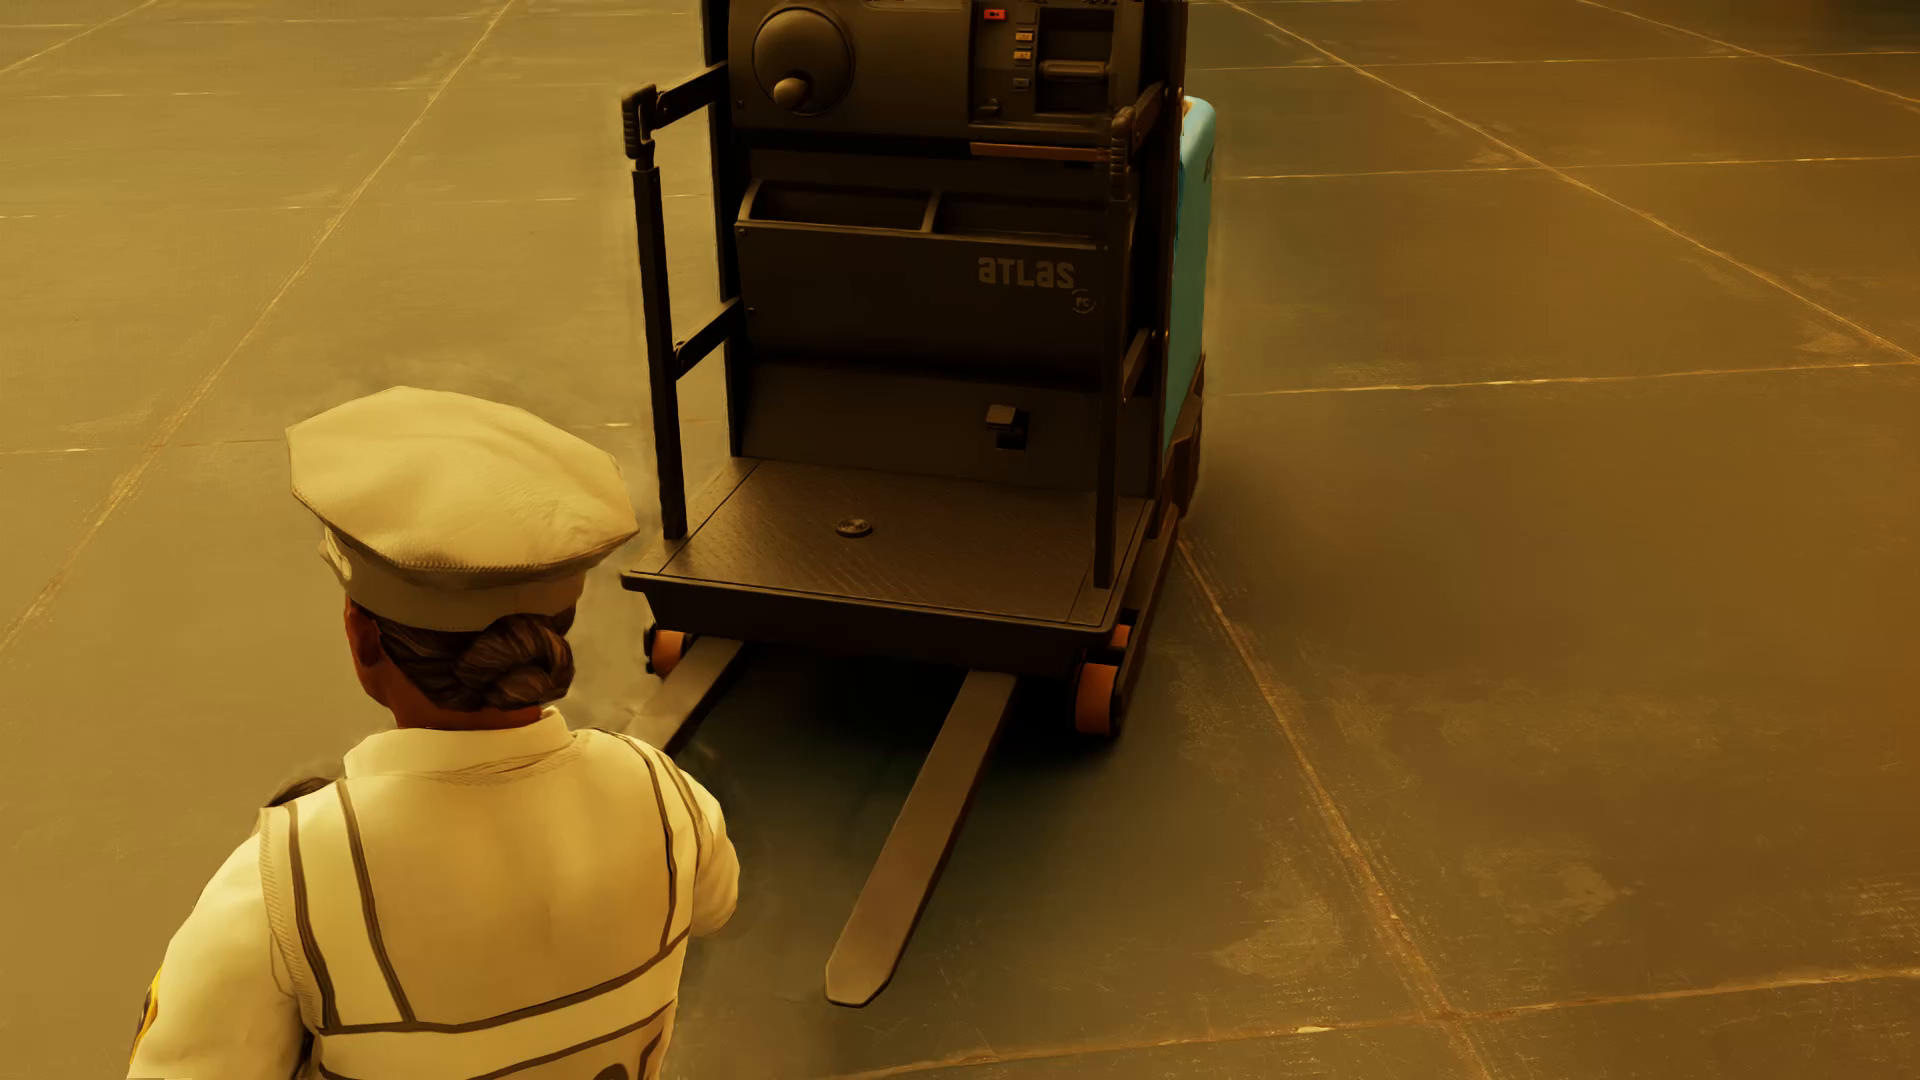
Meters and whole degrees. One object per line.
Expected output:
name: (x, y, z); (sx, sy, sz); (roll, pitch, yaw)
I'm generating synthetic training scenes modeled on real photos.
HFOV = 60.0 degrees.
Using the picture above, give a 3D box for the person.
person: (-0.476, 0.587, 1.603); (0.725, 1.543, 0.592); (-21, 33, -37)

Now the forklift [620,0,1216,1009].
forklift: (-0.107, -1.066, 3.442); (1.130, 2.935, 3.031); (6, 26, 13)
